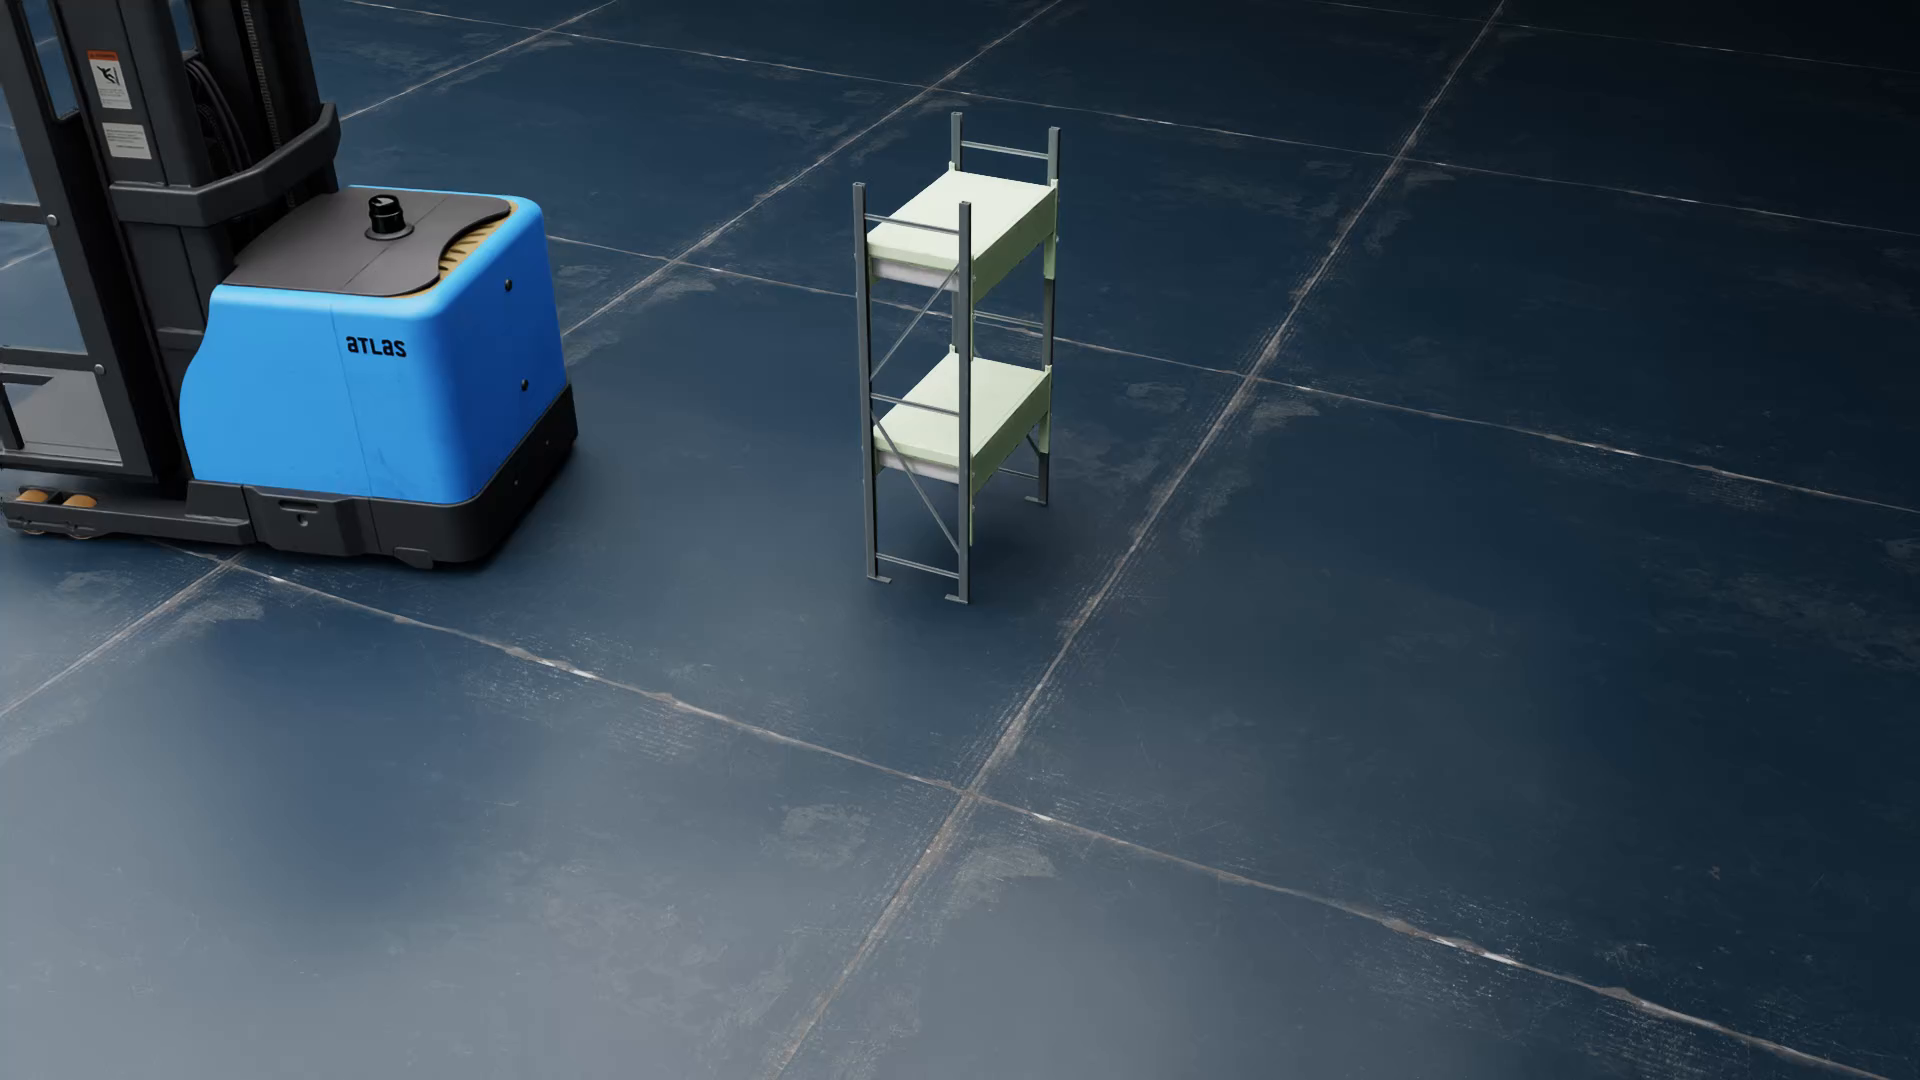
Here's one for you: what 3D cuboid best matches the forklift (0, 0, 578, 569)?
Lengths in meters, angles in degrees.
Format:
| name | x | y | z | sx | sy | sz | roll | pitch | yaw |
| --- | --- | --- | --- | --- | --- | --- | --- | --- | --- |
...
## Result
| name | x | y | z | sx | sy | sz | roll | pitch | yaw |
| --- | --- | --- | --- | --- | --- | --- | --- | --- | --- |
| forklift | -3.123 | -1.505 | 5.872 | 3.031 | 2.935 | 1.130 | 6 | 34 | 9 |

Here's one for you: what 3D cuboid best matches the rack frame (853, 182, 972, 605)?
| name | x | y | z | sx | sy | sz | roll | pitch | yaw |
| --- | --- | --- | --- | --- | --- | --- | --- | --- | --- |
| rack frame | -0.150 | -0.448 | 5.566 | 0.400 | 1.500 | 0.023 | 14 | 36 | 20 |

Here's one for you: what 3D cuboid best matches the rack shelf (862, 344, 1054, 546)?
| name | x | y | z | sx | sy | sz | roll | pitch | yaw |
| --- | --- | --- | --- | --- | --- | --- | --- | --- | --- |
| rack shelf | 0.003 | -0.358 | 6.023 | 0.431 | 0.370 | 0.720 | 14 | 36 | 20 |

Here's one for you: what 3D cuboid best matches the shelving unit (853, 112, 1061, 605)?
| name | x | y | z | sx | sy | sz | roll | pitch | yaw |
| --- | --- | --- | --- | --- | --- | --- | --- | --- | --- |
| shelving unit | 0.003 | -0.631 | 5.844 | 0.431 | 1.500 | 0.755 | 14 | 36 | 20 |

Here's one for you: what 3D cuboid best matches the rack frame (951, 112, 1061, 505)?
| name | x | y | z | sx | sy | sz | roll | pitch | yaw |
| --- | --- | --- | --- | --- | --- | --- | --- | --- | --- |
| rack frame | 0.156 | -0.813 | 6.122 | 0.400 | 1.500 | 0.023 | 14 | 36 | 20 |

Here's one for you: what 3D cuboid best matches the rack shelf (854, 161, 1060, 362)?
| name | x | y | z | sx | sy | sz | roll | pitch | yaw |
| --- | --- | --- | --- | --- | --- | --- | --- | --- | --- |
| rack shelf | 0.003 | -0.957 | 5.630 | 0.431 | 0.370 | 0.720 | 14 | 36 | 20 |
